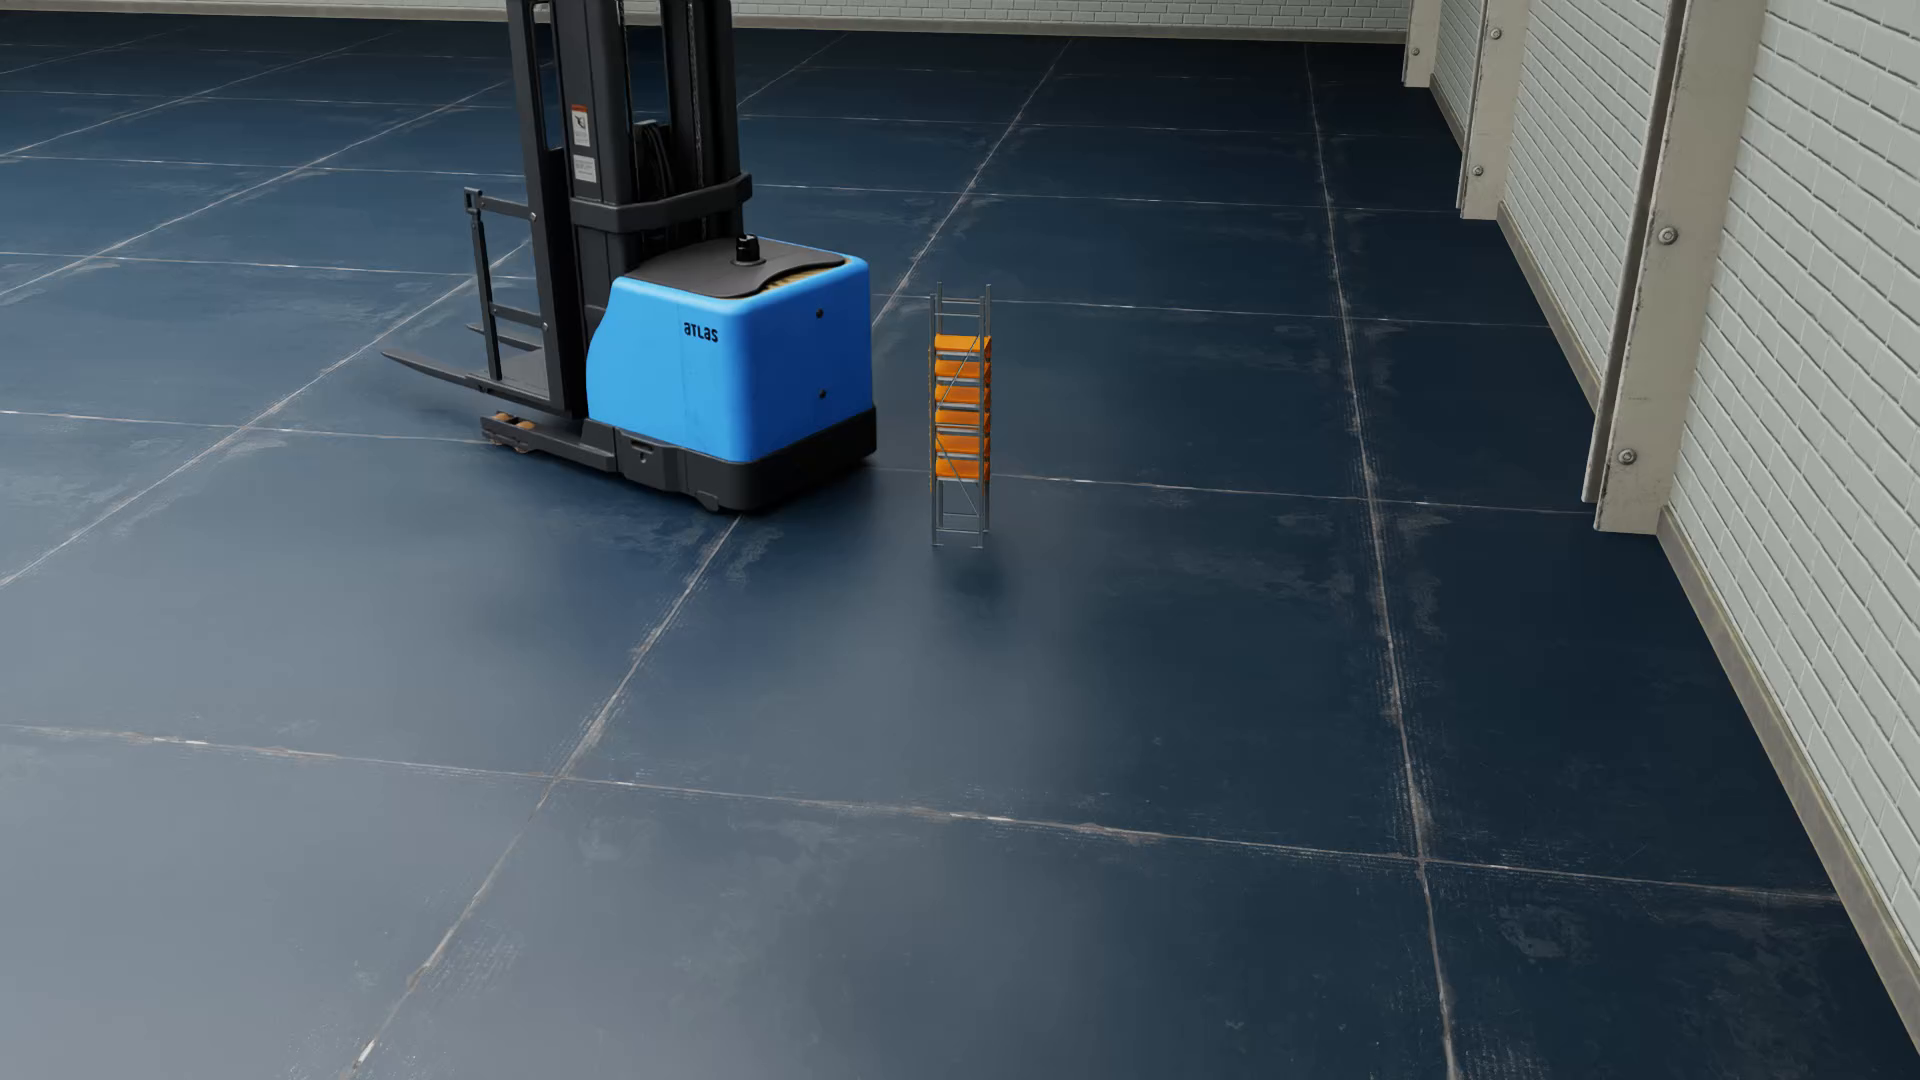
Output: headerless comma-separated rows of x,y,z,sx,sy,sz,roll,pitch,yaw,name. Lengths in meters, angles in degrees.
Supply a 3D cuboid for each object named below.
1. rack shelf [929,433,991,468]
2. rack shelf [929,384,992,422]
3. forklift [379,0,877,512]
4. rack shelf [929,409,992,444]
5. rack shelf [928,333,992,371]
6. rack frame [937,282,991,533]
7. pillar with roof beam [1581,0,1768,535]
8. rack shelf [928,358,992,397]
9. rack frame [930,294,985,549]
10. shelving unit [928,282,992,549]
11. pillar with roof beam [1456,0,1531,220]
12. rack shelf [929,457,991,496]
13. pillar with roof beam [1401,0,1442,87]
0.002,-0.401,7.578,0.258,0.103,0.180,4,25,9,rack shelf
0.002,-0.618,7.477,0.258,0.103,0.180,4,25,9,rack shelf
-1.917,-1.943,8.445,3.031,2.935,1.130,17,30,32,forklift
0.002,-0.509,7.527,0.258,0.103,0.180,4,25,9,rack shelf
0.002,-0.835,7.375,0.258,0.103,0.180,4,25,9,rack shelf
0.017,-0.588,7.590,0.240,1.200,0.006,4,25,9,rack frame
-1.065,-4.490,6.728,9.100,9.000,0.400,4,25,9,pillar with roof beam
0.002,-0.727,7.426,0.258,0.103,0.180,4,25,9,rack shelf
-0.013,-0.511,7.427,0.240,1.200,0.006,4,25,9,rack frame
0.002,-0.549,7.509,0.258,1.200,0.189,4,25,9,shelving unit
-0.084,-7.000,12.089,9.100,9.000,0.400,4,25,9,pillar with roof beam
0.002,-0.292,7.629,0.258,0.103,0.180,4,25,9,rack shelf
0.897,-9.509,17.450,9.100,9.000,0.400,4,25,9,pillar with roof beam
